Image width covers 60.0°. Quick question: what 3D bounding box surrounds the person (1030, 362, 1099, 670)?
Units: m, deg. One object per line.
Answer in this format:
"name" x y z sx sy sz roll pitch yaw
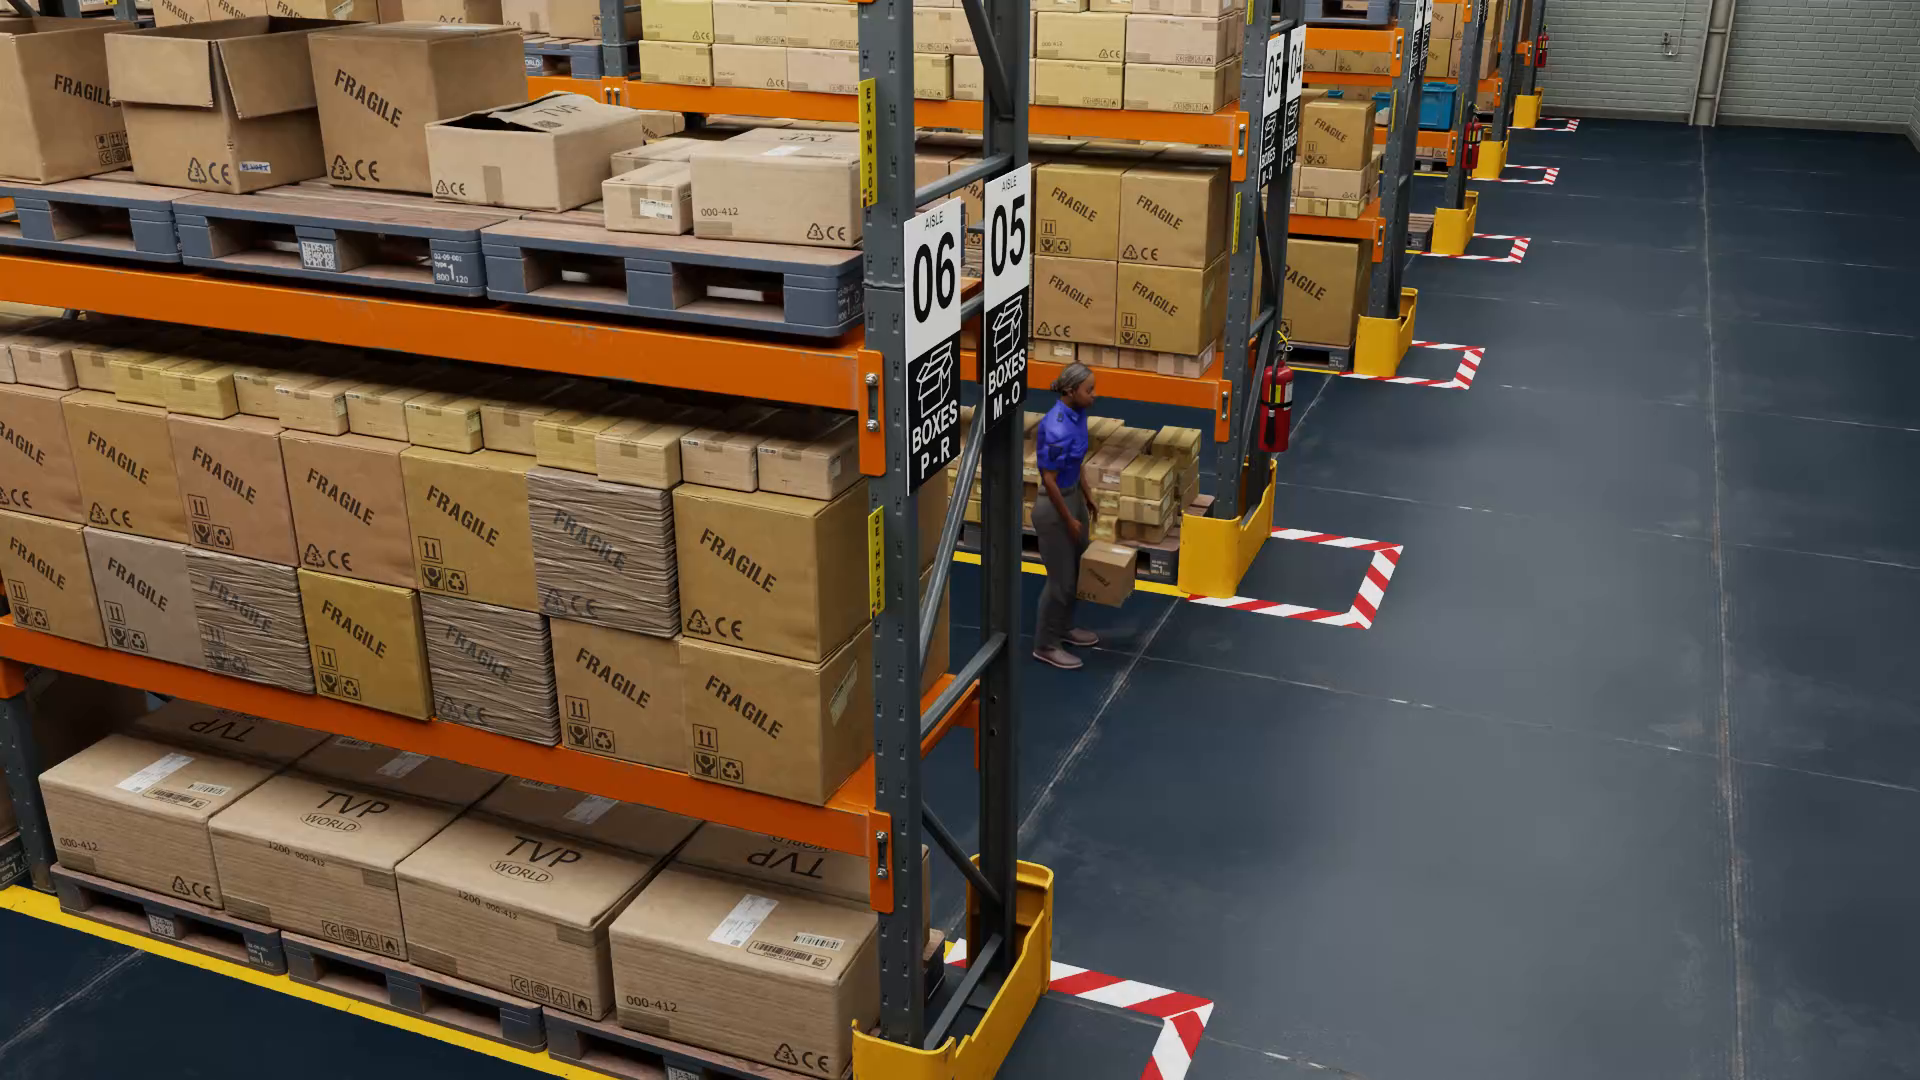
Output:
"person" 0.572 -0.155 8.966 0.345 1.659 0.494 8 24 19
